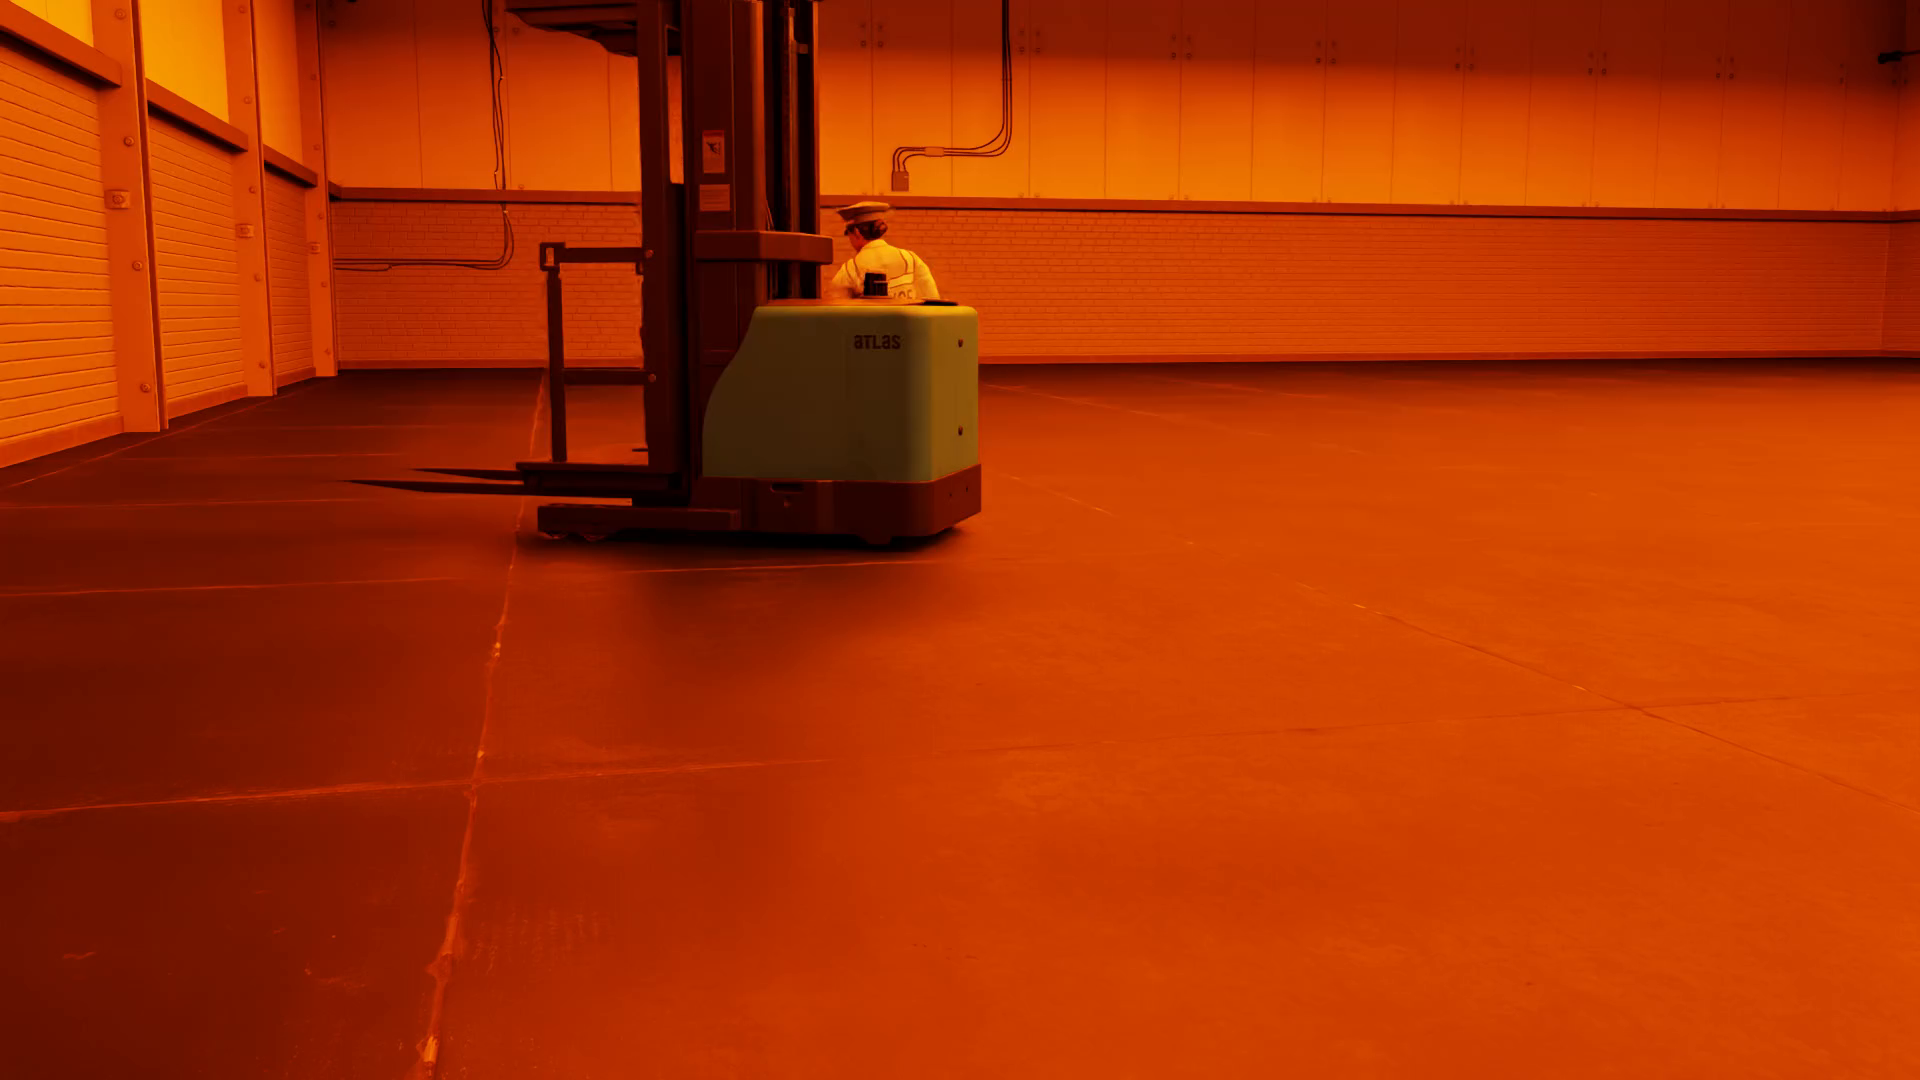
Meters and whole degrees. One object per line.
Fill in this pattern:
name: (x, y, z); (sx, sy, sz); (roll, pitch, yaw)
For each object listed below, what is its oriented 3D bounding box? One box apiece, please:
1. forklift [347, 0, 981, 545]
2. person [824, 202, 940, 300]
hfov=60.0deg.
forklift: (-1.471, -1.514, 7.953); (3.031, 2.935, 1.130); (2, 8, 14)
person: (-0.454, -0.918, 8.458); (0.772, 1.559, 0.870); (-4, 9, -24)
